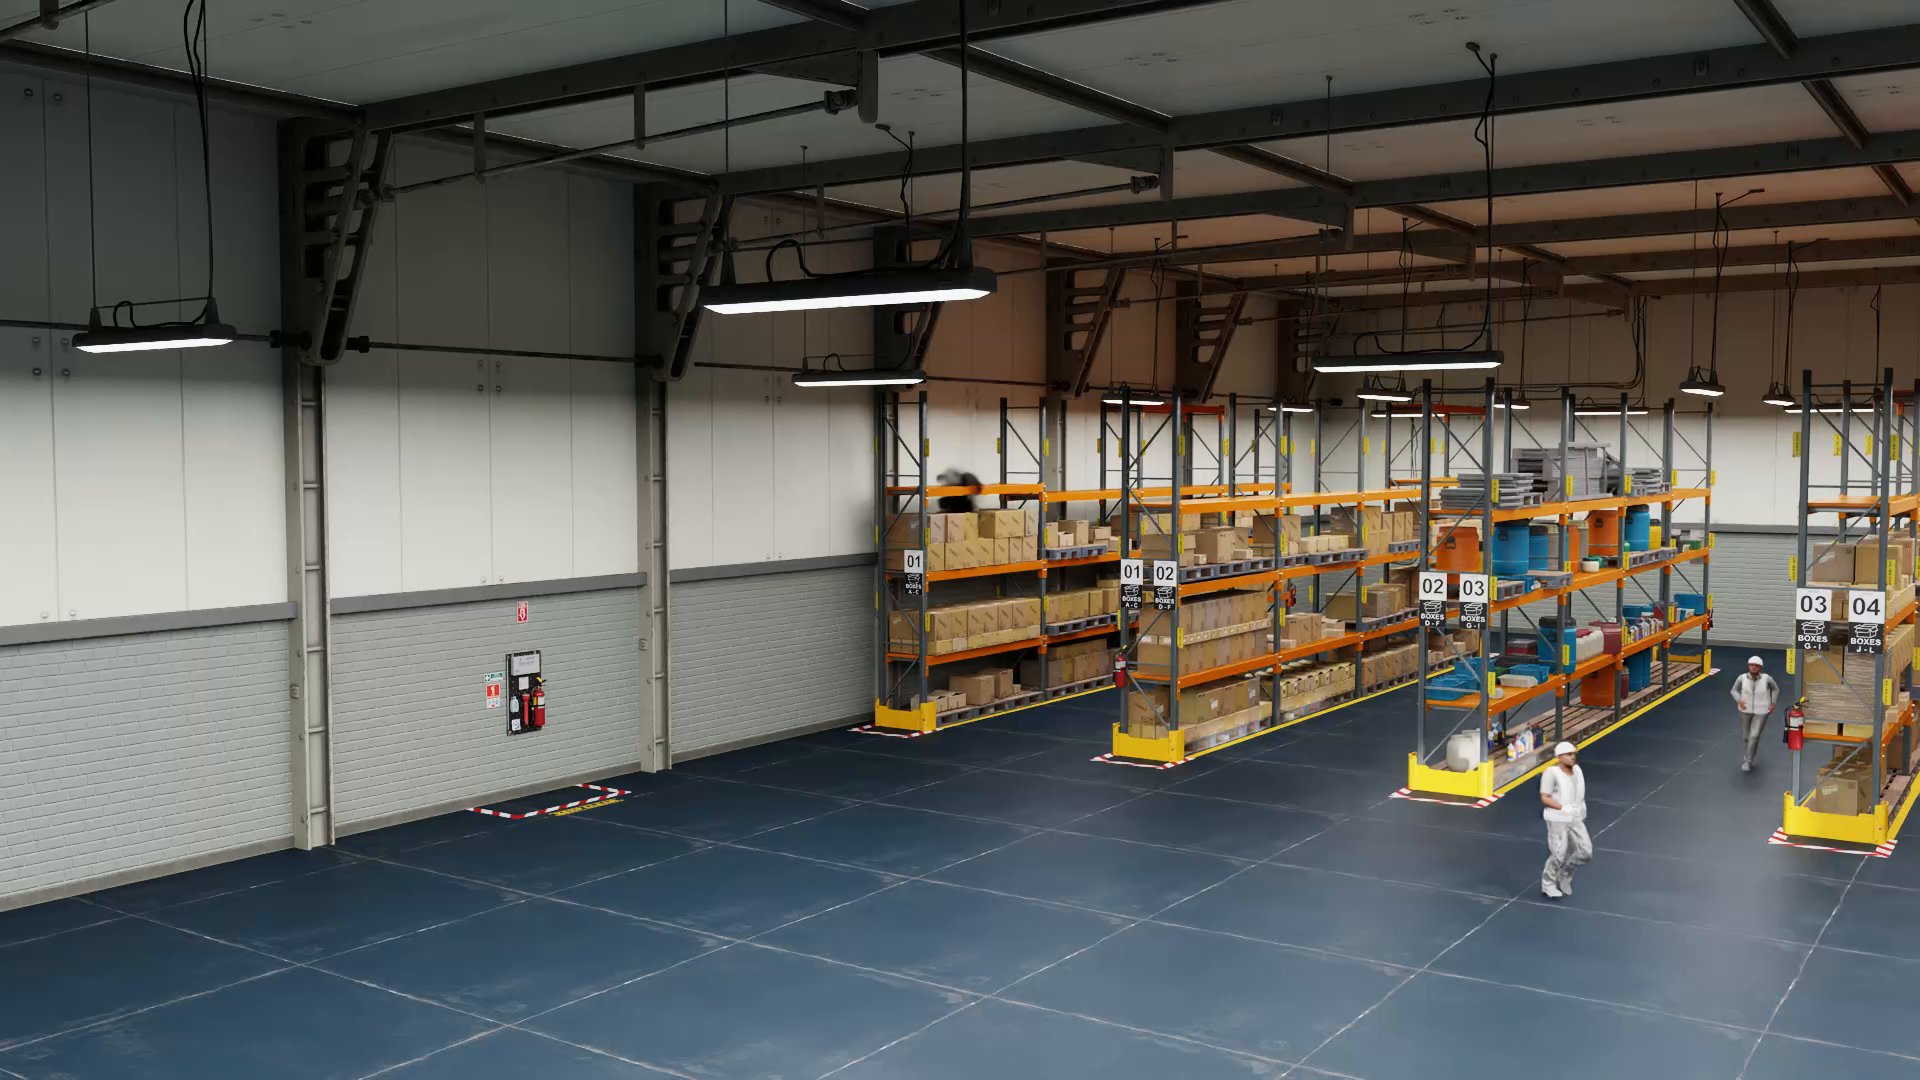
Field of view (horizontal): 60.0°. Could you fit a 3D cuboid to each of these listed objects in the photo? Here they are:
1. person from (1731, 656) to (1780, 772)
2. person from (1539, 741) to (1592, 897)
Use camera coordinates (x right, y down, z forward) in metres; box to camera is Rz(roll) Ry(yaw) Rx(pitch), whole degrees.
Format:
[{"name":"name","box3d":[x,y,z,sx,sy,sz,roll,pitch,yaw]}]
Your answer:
[{"name":"person","box3d":[12.435,2.688,26.031,0.683,1.767,0.928,2,4,34]},{"name":"person","box3d":[6.721,3.101,18.338,0.721,1.759,0.638,-1,3,-23]}]
